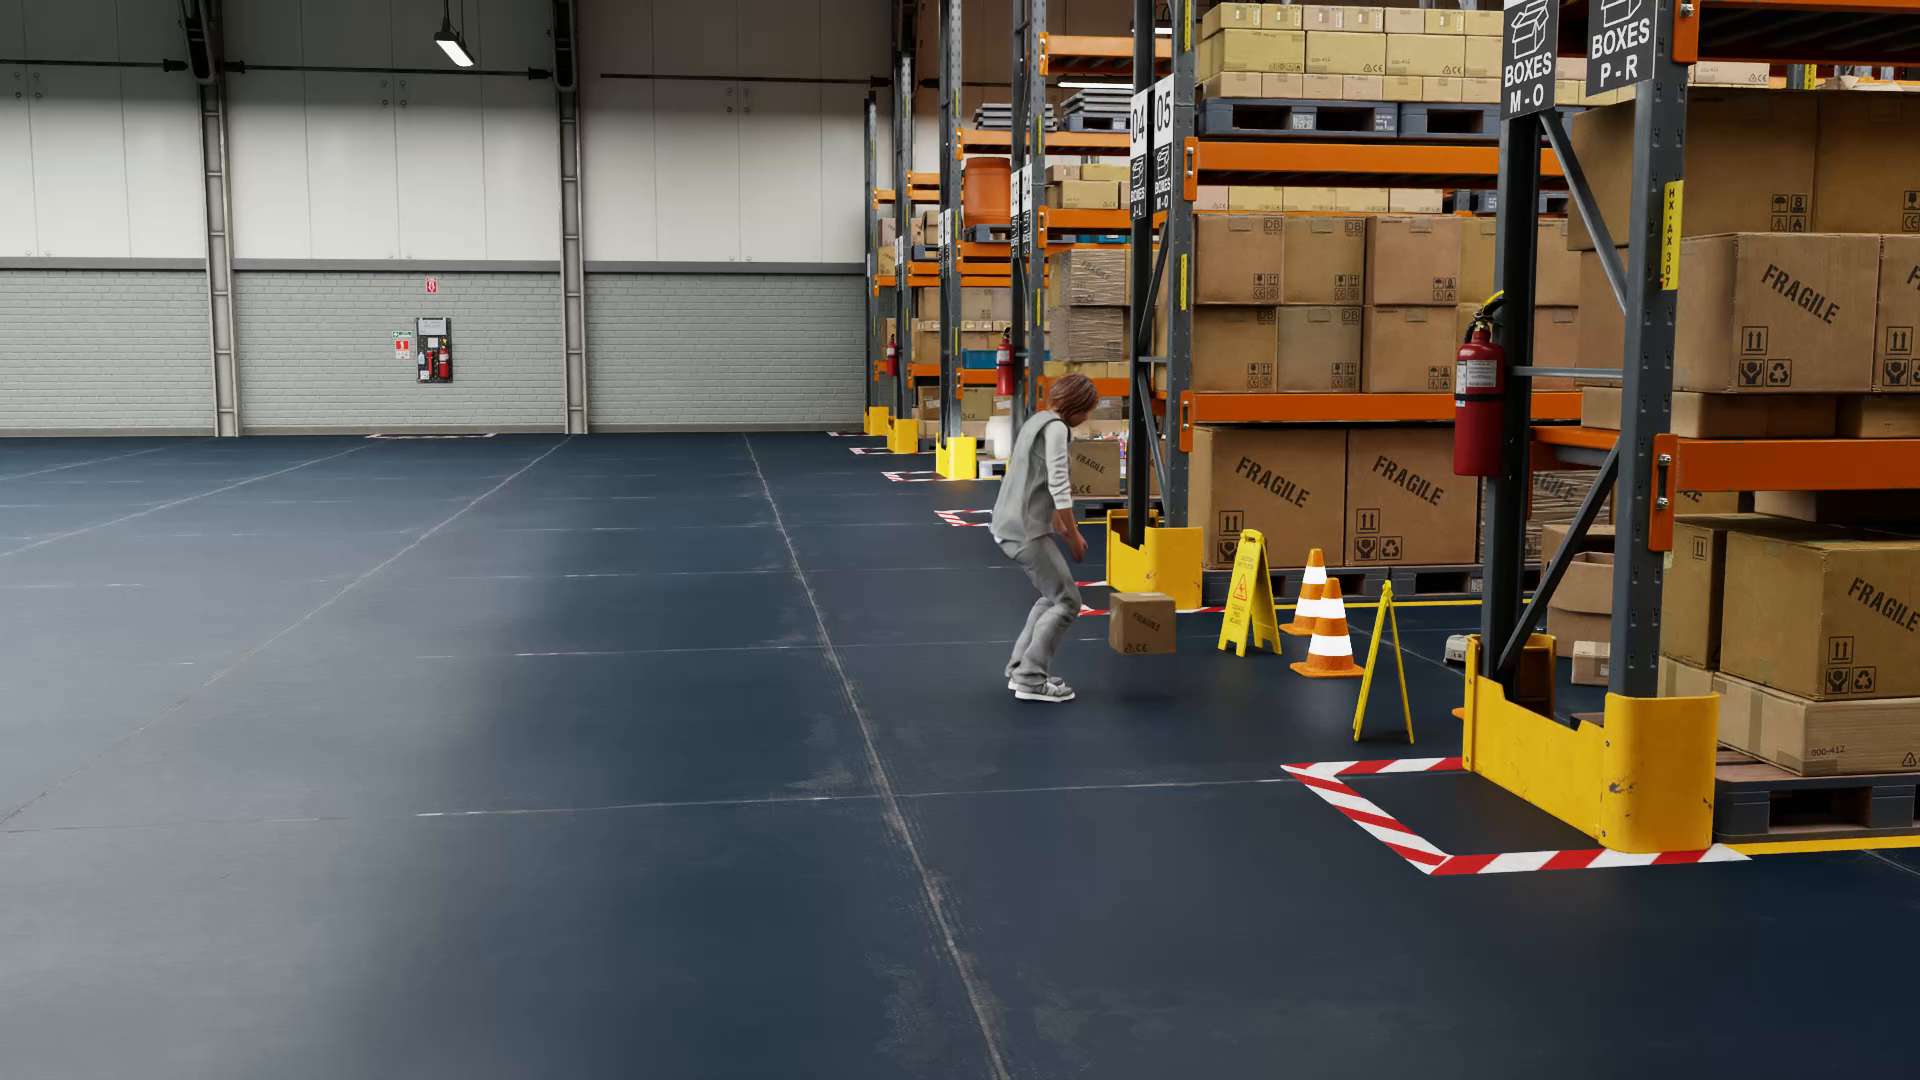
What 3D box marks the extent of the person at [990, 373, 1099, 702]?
[{"bbox_3d":[0.383,-0.004,7.597,0.497,1.453,0.447,-1,7,-8],"label":"person"}]
